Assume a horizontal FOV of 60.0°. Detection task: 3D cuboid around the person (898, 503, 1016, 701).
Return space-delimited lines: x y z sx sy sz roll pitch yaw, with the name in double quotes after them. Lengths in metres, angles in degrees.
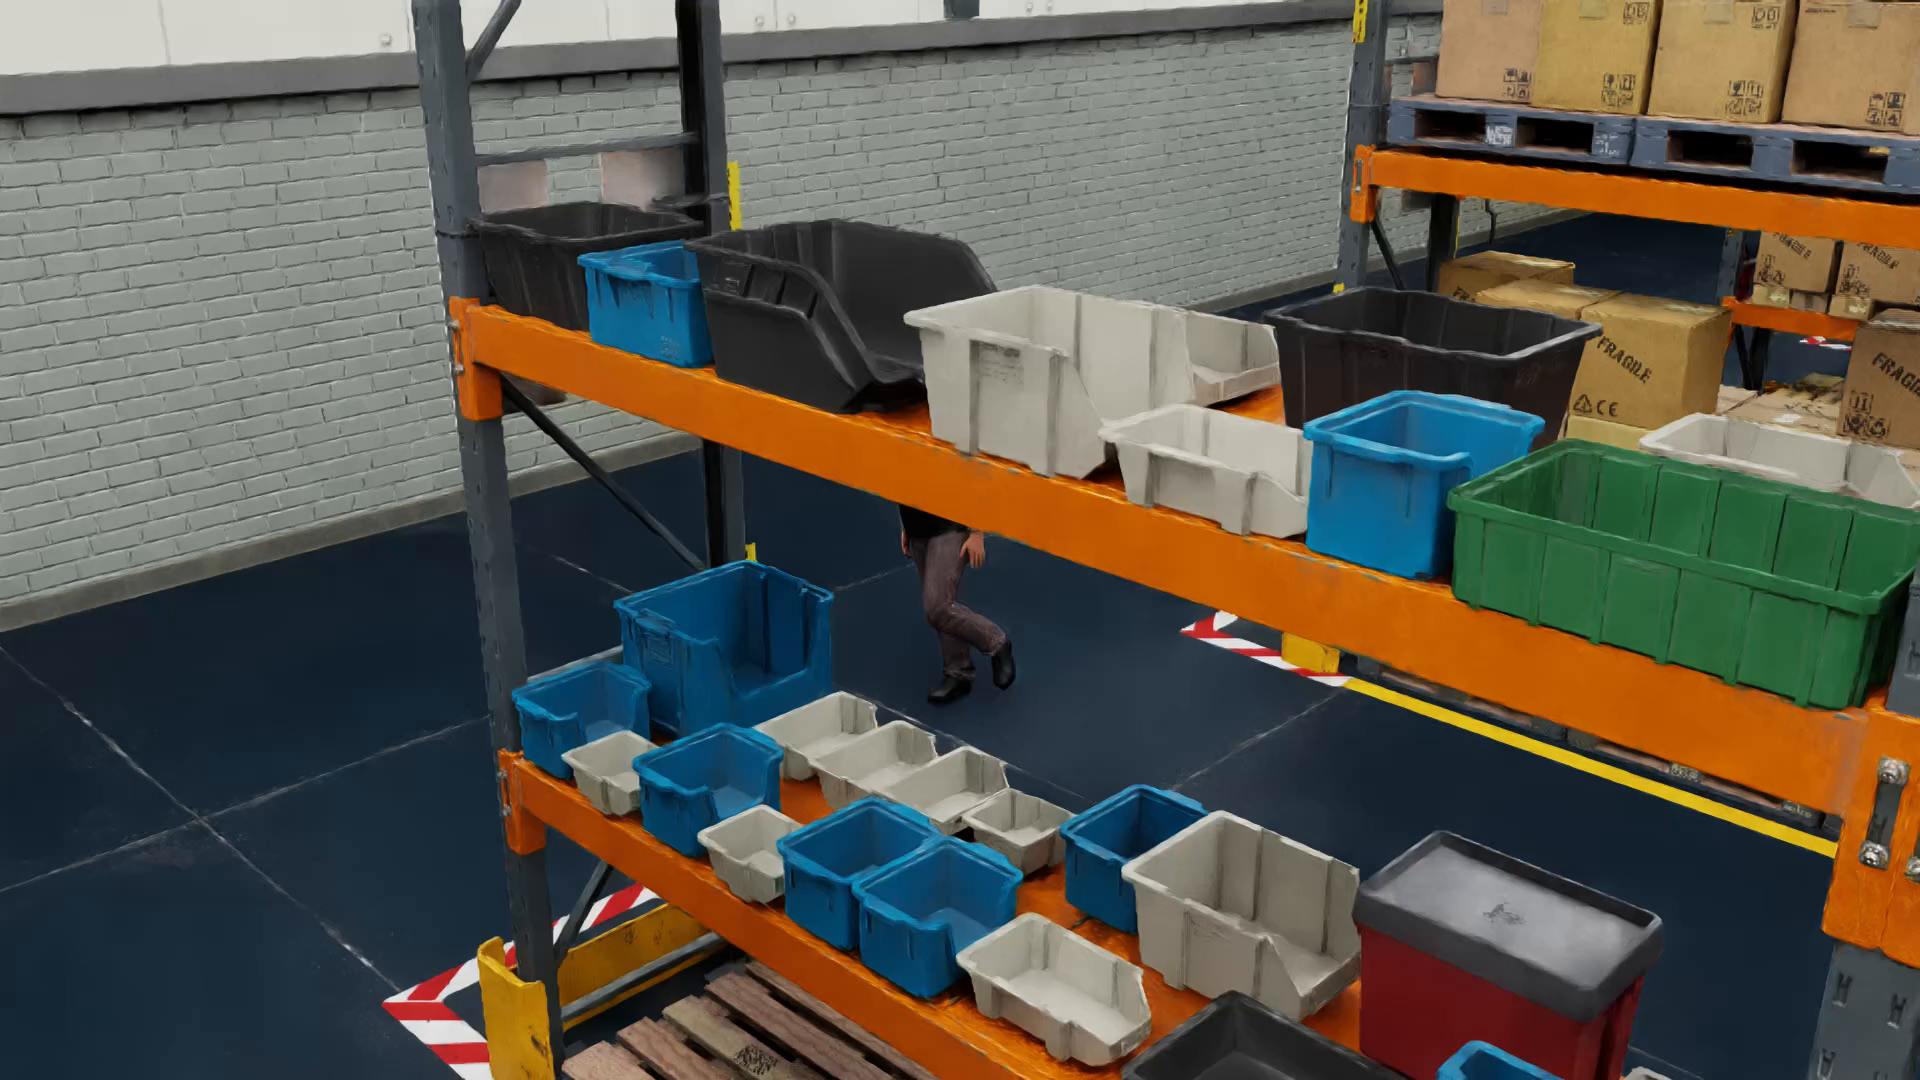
-0.061 -0.016 8.671 0.500 1.695 0.728 -13 24 -31 "person"
